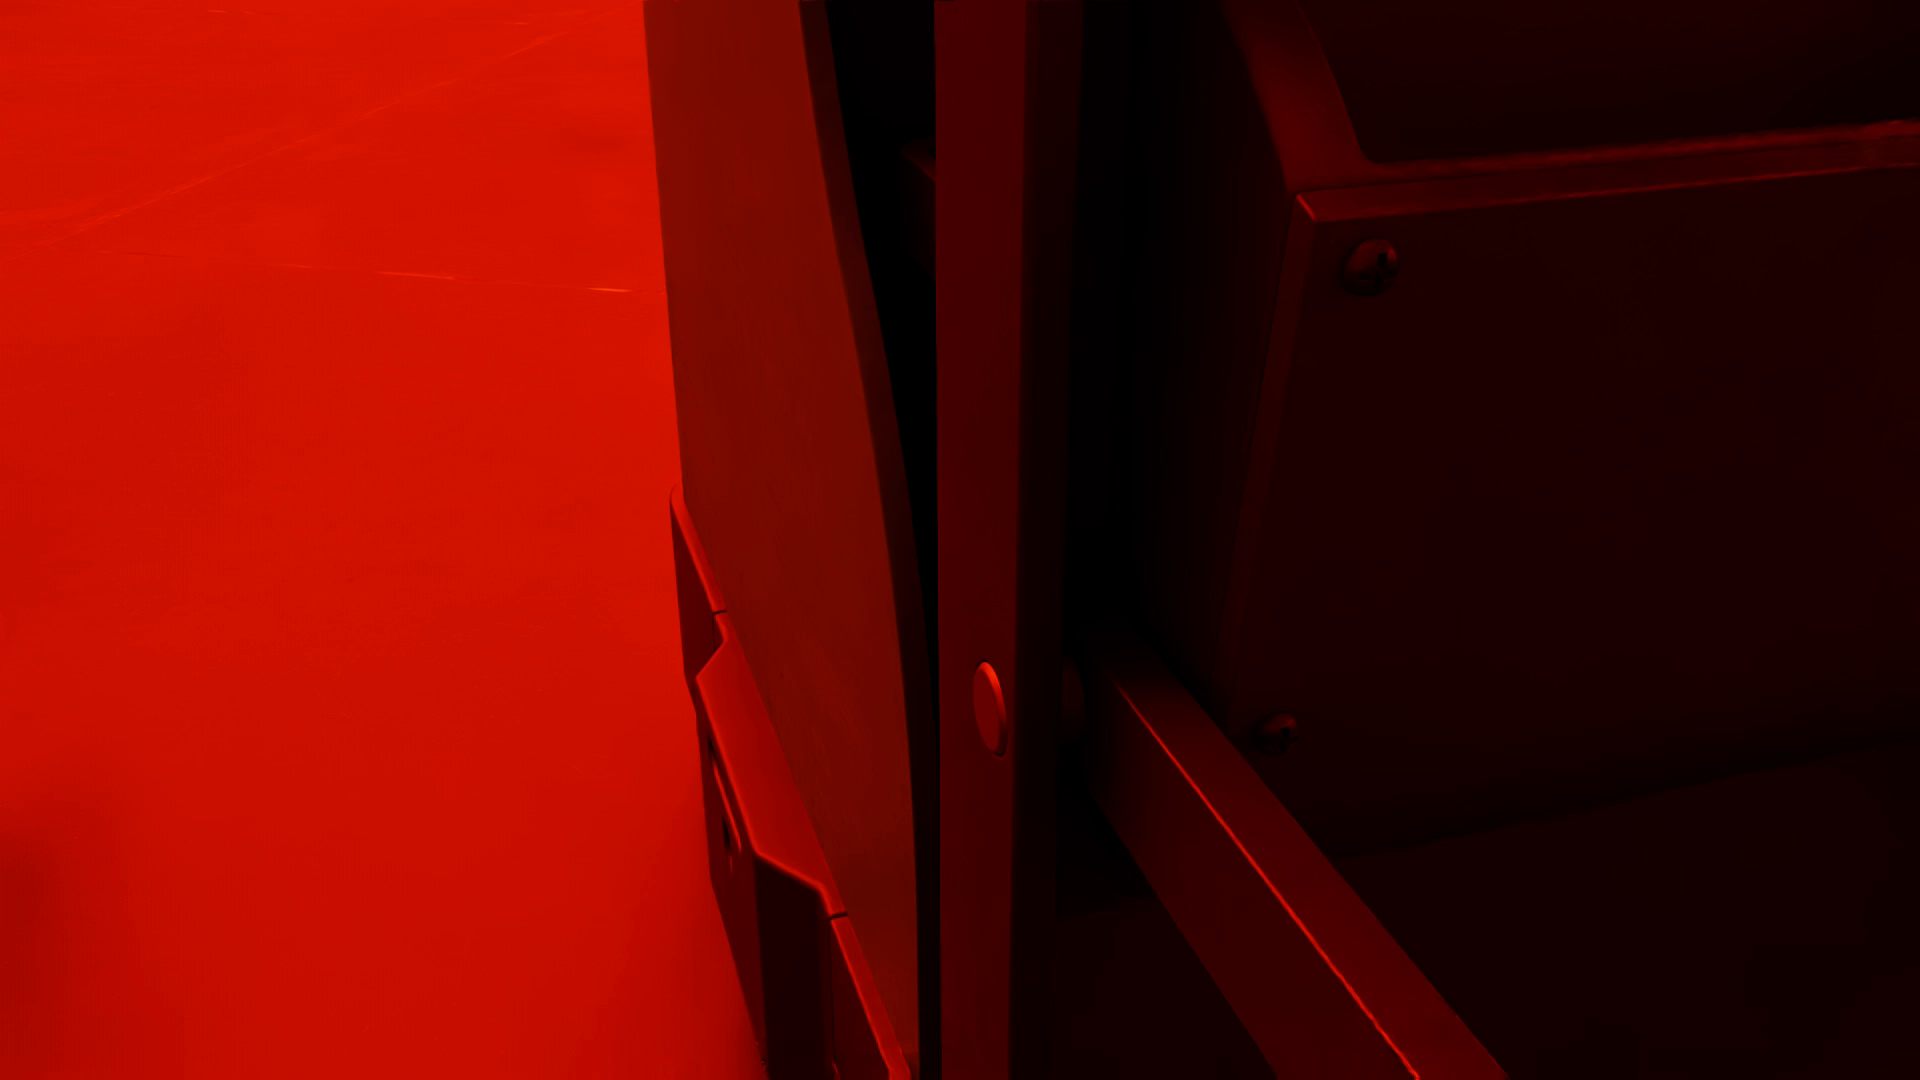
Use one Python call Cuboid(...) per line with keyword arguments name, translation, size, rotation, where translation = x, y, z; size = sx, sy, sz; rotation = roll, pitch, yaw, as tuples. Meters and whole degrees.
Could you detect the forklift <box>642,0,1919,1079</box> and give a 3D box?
Cuboid(name="forklift", translation=(0.599, -0.542, 0.320), size=(1.130, 2.935, 3.031), rotation=(-8, 28, -16))
